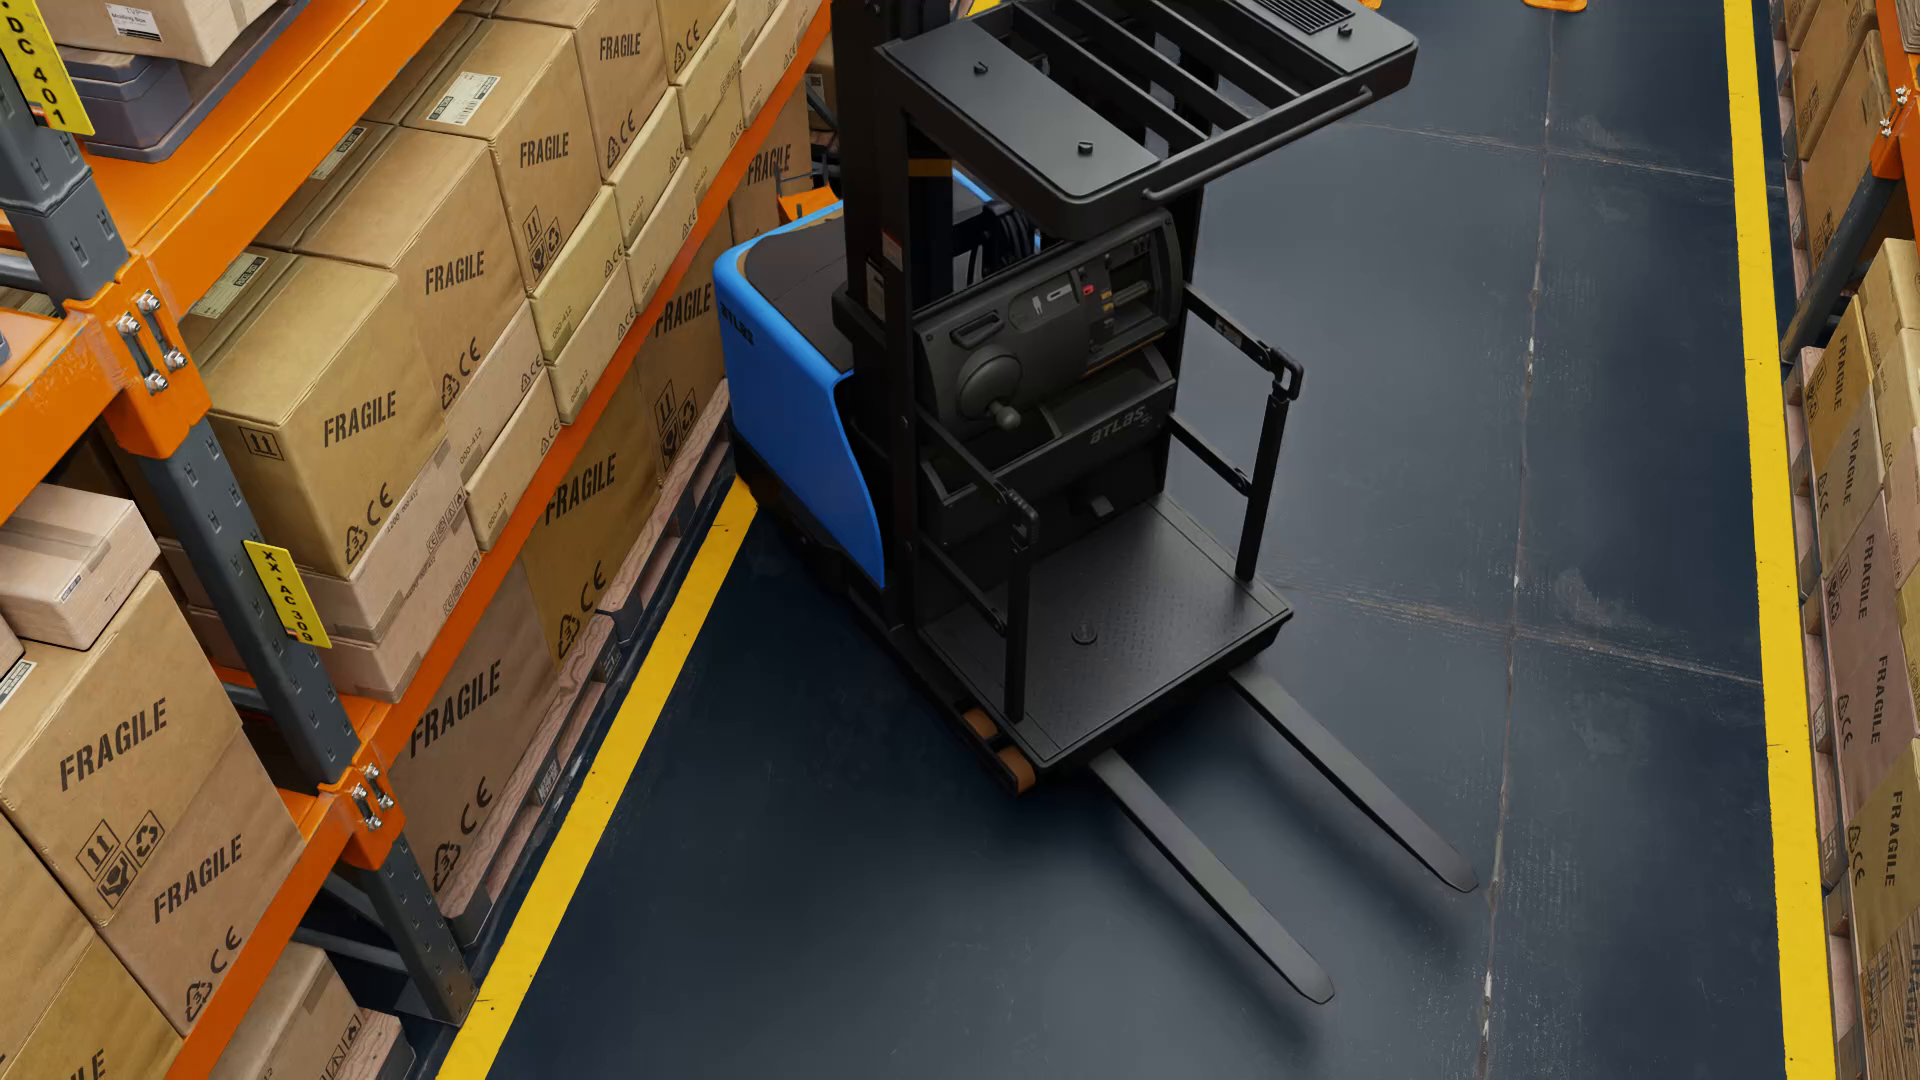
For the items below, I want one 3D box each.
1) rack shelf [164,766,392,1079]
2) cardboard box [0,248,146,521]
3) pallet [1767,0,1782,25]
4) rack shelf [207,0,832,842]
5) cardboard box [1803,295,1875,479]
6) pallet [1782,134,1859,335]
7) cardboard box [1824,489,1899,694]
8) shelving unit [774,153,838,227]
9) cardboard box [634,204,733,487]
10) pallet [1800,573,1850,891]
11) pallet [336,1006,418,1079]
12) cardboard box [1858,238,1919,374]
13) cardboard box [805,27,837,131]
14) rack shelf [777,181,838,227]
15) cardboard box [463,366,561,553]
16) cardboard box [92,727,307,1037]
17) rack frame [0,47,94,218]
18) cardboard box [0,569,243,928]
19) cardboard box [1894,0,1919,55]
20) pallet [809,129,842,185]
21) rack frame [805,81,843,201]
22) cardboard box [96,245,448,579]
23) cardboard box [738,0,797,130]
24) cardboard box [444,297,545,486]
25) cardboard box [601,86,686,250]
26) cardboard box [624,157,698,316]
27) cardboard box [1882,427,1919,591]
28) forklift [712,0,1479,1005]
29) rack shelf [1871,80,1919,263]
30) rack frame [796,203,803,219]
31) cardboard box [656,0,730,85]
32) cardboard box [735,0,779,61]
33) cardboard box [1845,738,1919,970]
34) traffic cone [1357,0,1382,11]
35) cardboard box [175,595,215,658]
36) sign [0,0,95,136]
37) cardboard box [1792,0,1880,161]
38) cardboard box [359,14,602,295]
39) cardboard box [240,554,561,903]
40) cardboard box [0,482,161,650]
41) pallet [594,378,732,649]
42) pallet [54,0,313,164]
[{"bbox_3d":[-2.480,2.008,2.957,1.077,0.370,4.000,12,50,10],"label":"rack shelf"},{"bbox_3d":[-2.079,-0.414,3.881,0.500,0.500,0.500,13,50,11],"label":"cardboard box"},{"bbox_3d":[4.823,-3.064,8.814,1.003,0.211,1.213,12,50,10],"label":"pallet"},{"bbox_3d":[-1.428,-0.886,5.511,1.077,0.370,4.000,12,50,10],"label":"rack shelf"},{"bbox_3d":[3.469,-0.517,6.093,0.500,0.500,0.500,10,49,8],"label":"cardboard box"},{"bbox_3d":[4.181,-1.299,7.256,1.003,0.211,1.213,12,50,10],"label":"pallet"},{"bbox_3d":[3.209,0.219,5.443,0.500,0.500,0.500,10,49,9],"label":"cardboard box"},{"bbox_3d":[-0.534,-0.960,6.395,0.215,1.050,0.252,-18,51,-15],"label":"shelving unit"},{"bbox_3d":[-1.402,-0.879,6.162,0.875,0.875,0.875,12,50,10],"label":"cardboard box"},{"bbox_3d":[3.371,0.701,5.491,1.003,0.211,1.213,12,50,10],"label":"pallet"},{"bbox_3d":[-2.230,1.780,4.538,1.003,0.211,1.213,12,50,10],"label":"pallet"},{"bbox_3d":[3.486,-0.776,5.821,0.500,0.250,0.500,10,49,8],"label":"cardboard box"},{"bbox_3d":[-0.743,-2.246,7.705,0.950,0.372,0.625,9,49,7],"label":"cardboard box"},{"bbox_3d":[-0.535,-1.139,6.188,0.215,0.259,0.240,-18,51,-15],"label":"rack shelf"},{"bbox_3d":[-1.449,-0.268,4.586,0.500,0.250,0.500,10,49,9],"label":"cardboard box"},{"bbox_3d":[-1.829,0.676,3.586,0.500,0.500,0.500,12,50,10],"label":"cardboard box"},{"bbox_3d":[-1.954,-1.662,1.715,1.000,3.000,0.127,12,50,10],"label":"rack frame"},{"bbox_3d":[-1.812,0.355,3.203,0.500,0.500,0.500,11,50,10],"label":"cardboard box"},{"bbox_3d":[3.760,-2.078,6.017,0.500,0.500,0.500,12,50,10],"label":"cardboard box"},{"bbox_3d":[-0.694,-2.213,8.062,1.003,0.211,1.213,12,50,10],"label":"pallet"},{"bbox_3d":[-0.901,-2.570,6.518,1.000,3.000,0.127,12,50,10],"label":"rack frame"},{"bbox_3d":[-1.561,-0.303,3.783,0.500,0.500,0.500,12,50,10],"label":"cardboard box"},{"bbox_3d":[-0.903,-1.731,5.877,0.500,0.250,0.500,12,50,11],"label":"cardboard box"},{"bbox_3d":[-1.456,-0.438,4.403,0.500,0.250,0.500,12,50,11],"label":"cardboard box"},{"bbox_3d":[-1.166,-1.164,5.043,0.500,0.250,0.500,10,49,9],"label":"cardboard box"},{"bbox_3d":[-1.158,-0.996,5.228,0.500,0.250,0.500,11,49,9],"label":"cardboard box"},{"bbox_3d":[3.210,-0.053,5.183,0.500,0.250,0.500,12,50,10],"label":"cardboard box"},{"bbox_3d":[0.411,-0.550,4.780,1.130,2.935,3.031,-29,55,-23],"label":"forklift"},{"bbox_3d":[3.375,0.018,4.713,1.077,0.370,4.000,12,50,10],"label":"rack shelf"},{"bbox_3d":[-0.486,-0.875,6.321,0.200,1.050,0.008,-18,51,-15],"label":"rack frame"},{"bbox_3d":[-1.049,-1.778,5.085,0.500,0.500,0.500,12,50,10],"label":"cardboard box"},{"bbox_3d":[-0.915,-1.914,5.705,0.500,0.250,0.500,10,49,9],"label":"cardboard box"},{"bbox_3d":[2.935,0.959,4.790,0.500,0.500,0.500,11,49,9],"label":"cardboard box"},{"bbox_3d":[2.064,-3.044,8.628,0.336,0.463,0.334,12,50,10],"label":"traffic cone"},{"bbox_3d":[-2.079,-0.002,4.351,0.500,0.250,0.500,10,49,9],"label":"cardboard box"},{"bbox_3d":[-1.418,-0.758,2.520,0.100,0.325,0.005,12,50,10],"label":"sign"},{"bbox_3d":[4.375,-2.117,7.338,1.050,0.750,0.750,12,50,11],"label":"cardboard box"},{"bbox_3d":[-1.319,-1.038,4.432,0.500,0.500,0.500,10,49,9],"label":"cardboard box"},{"bbox_3d":[-1.868,0.423,5.013,0.875,0.875,0.875,13,50,11],"label":"cardboard box"},{"bbox_3d":[-1.728,0.030,3.057,0.380,0.149,0.250,11,49,9],"label":"cardboard box"},{"bbox_3d":[-1.504,-0.213,6.297,1.003,0.211,1.213,12,50,10],"label":"pallet"},{"bbox_3d":[-1.760,-1.279,3.505,0.805,0.209,1.217,10,49,9],"label":"pallet"}]
